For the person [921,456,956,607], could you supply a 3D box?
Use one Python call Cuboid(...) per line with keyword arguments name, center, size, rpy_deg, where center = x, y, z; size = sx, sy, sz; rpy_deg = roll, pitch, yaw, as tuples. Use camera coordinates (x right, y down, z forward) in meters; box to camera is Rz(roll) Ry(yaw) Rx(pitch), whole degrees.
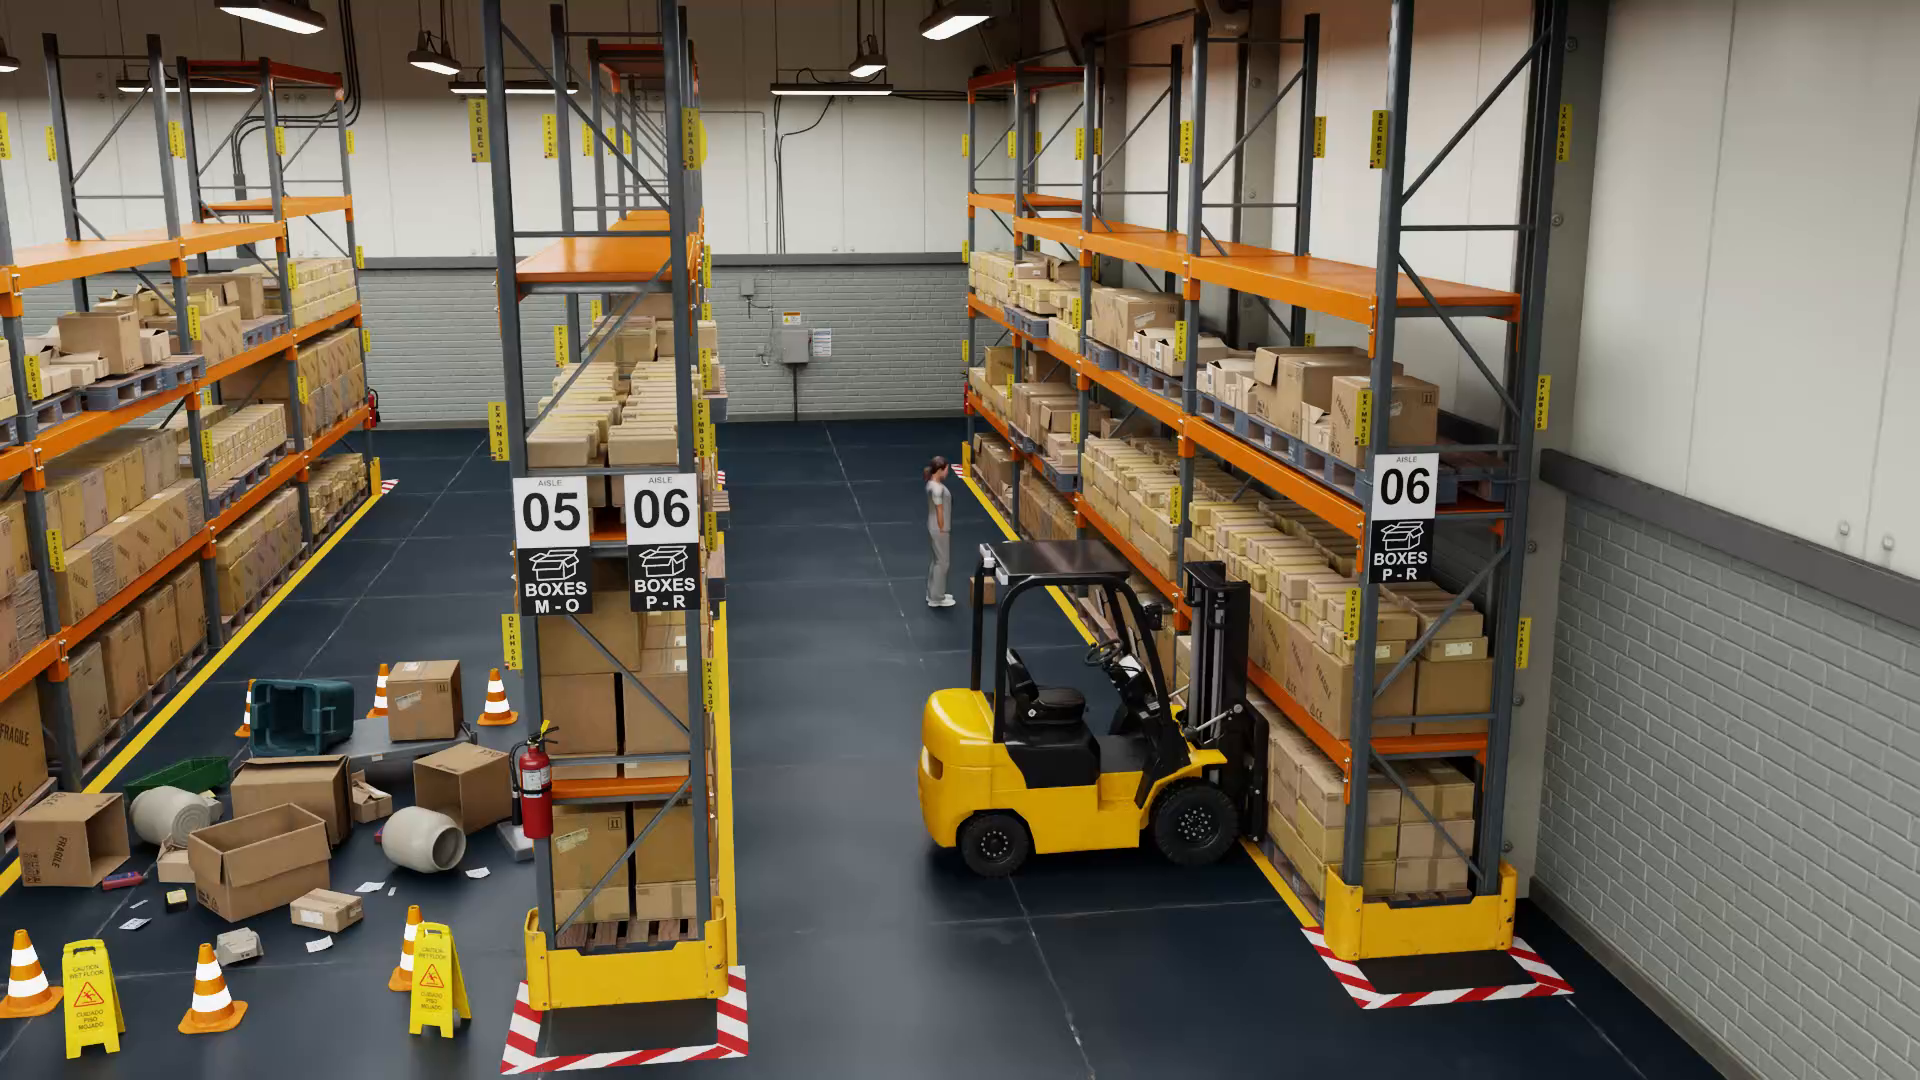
Cuboid(name="person", center=(-0.246, -0.107, 18.468), size=(0.361, 1.669, 0.441), rpy_deg=(-2, 13, -7))
